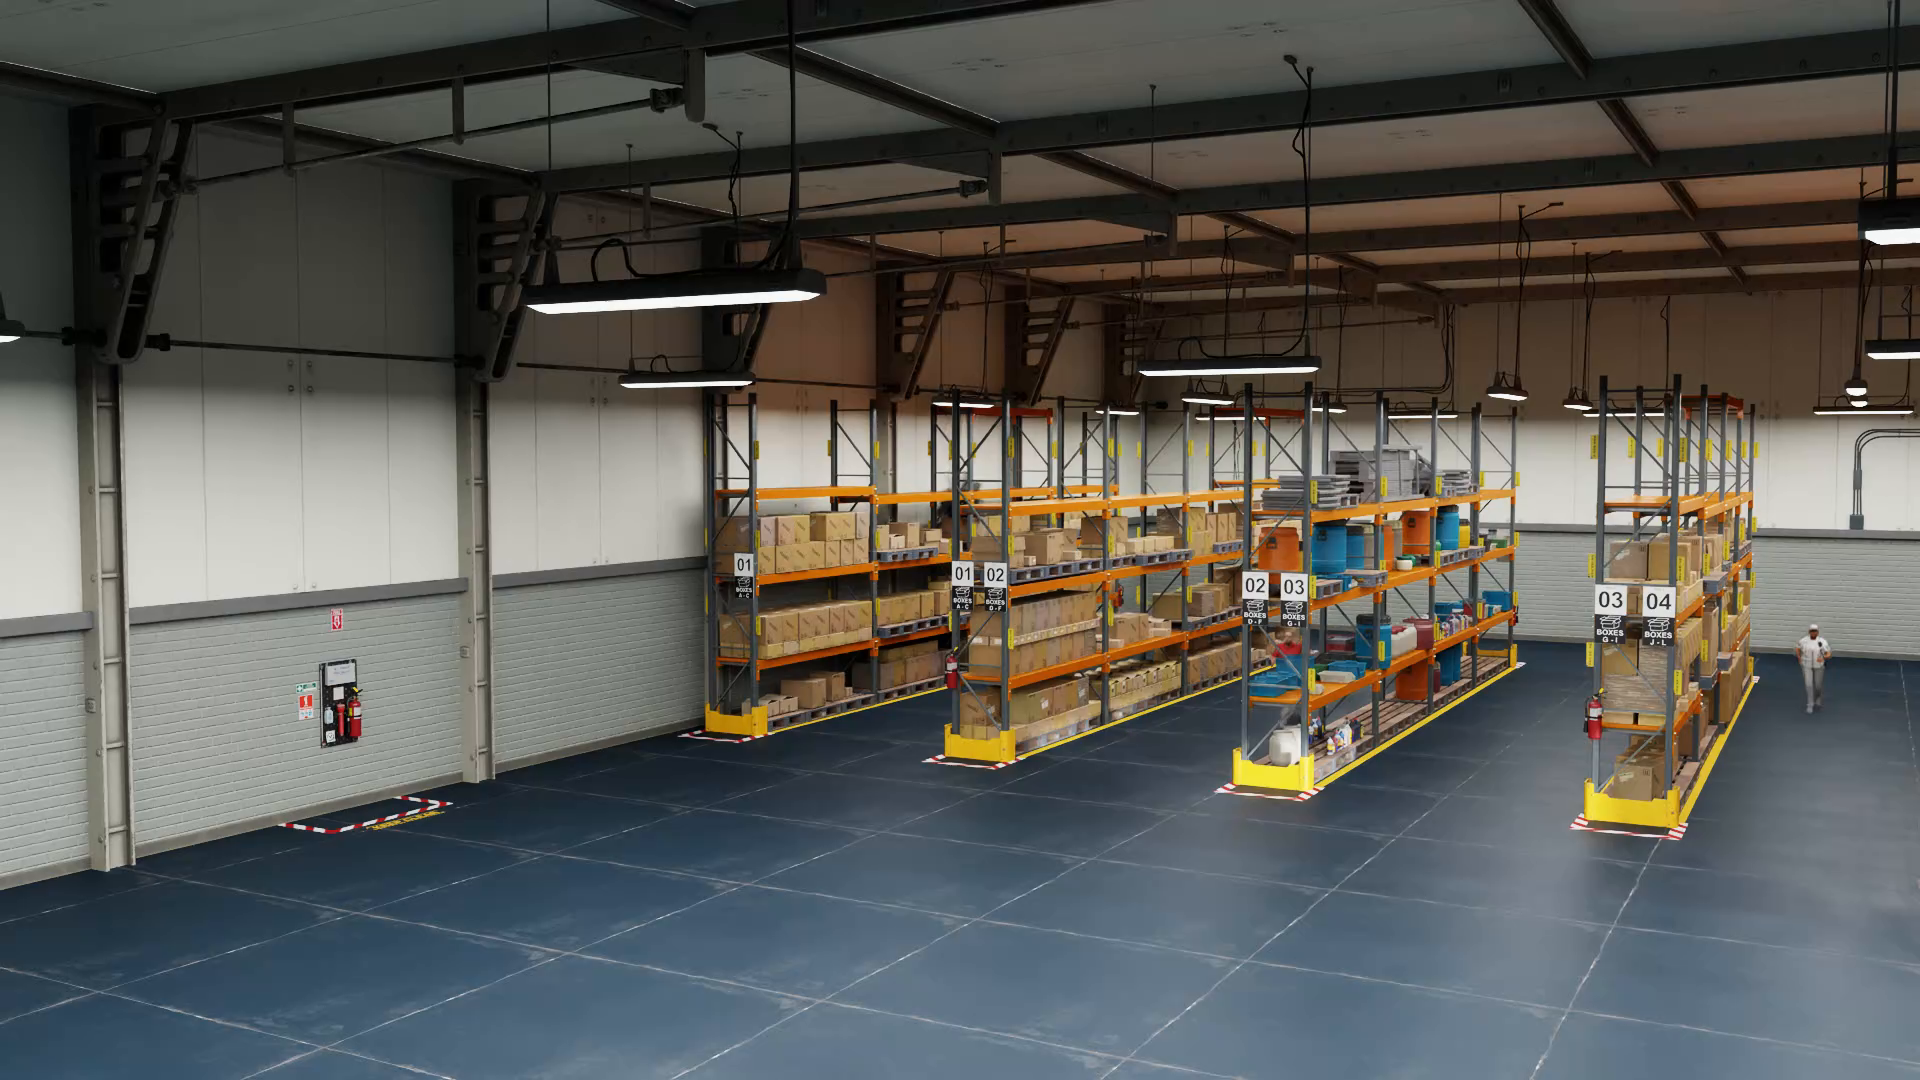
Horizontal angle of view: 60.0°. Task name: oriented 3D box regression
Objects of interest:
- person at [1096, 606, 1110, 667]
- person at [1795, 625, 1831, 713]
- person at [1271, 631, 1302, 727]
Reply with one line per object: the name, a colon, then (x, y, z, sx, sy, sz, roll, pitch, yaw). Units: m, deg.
person: (3.120, 2.232, 35.618, 0.716, 1.733, 0.583, 1, 3, 25)
person: (16.385, 2.455, 31.960, 0.609, 1.671, 0.773, 2, 3, 28)
person: (6.026, 2.510, 30.454, 0.686, 1.726, 0.982, 1, 3, 24)
